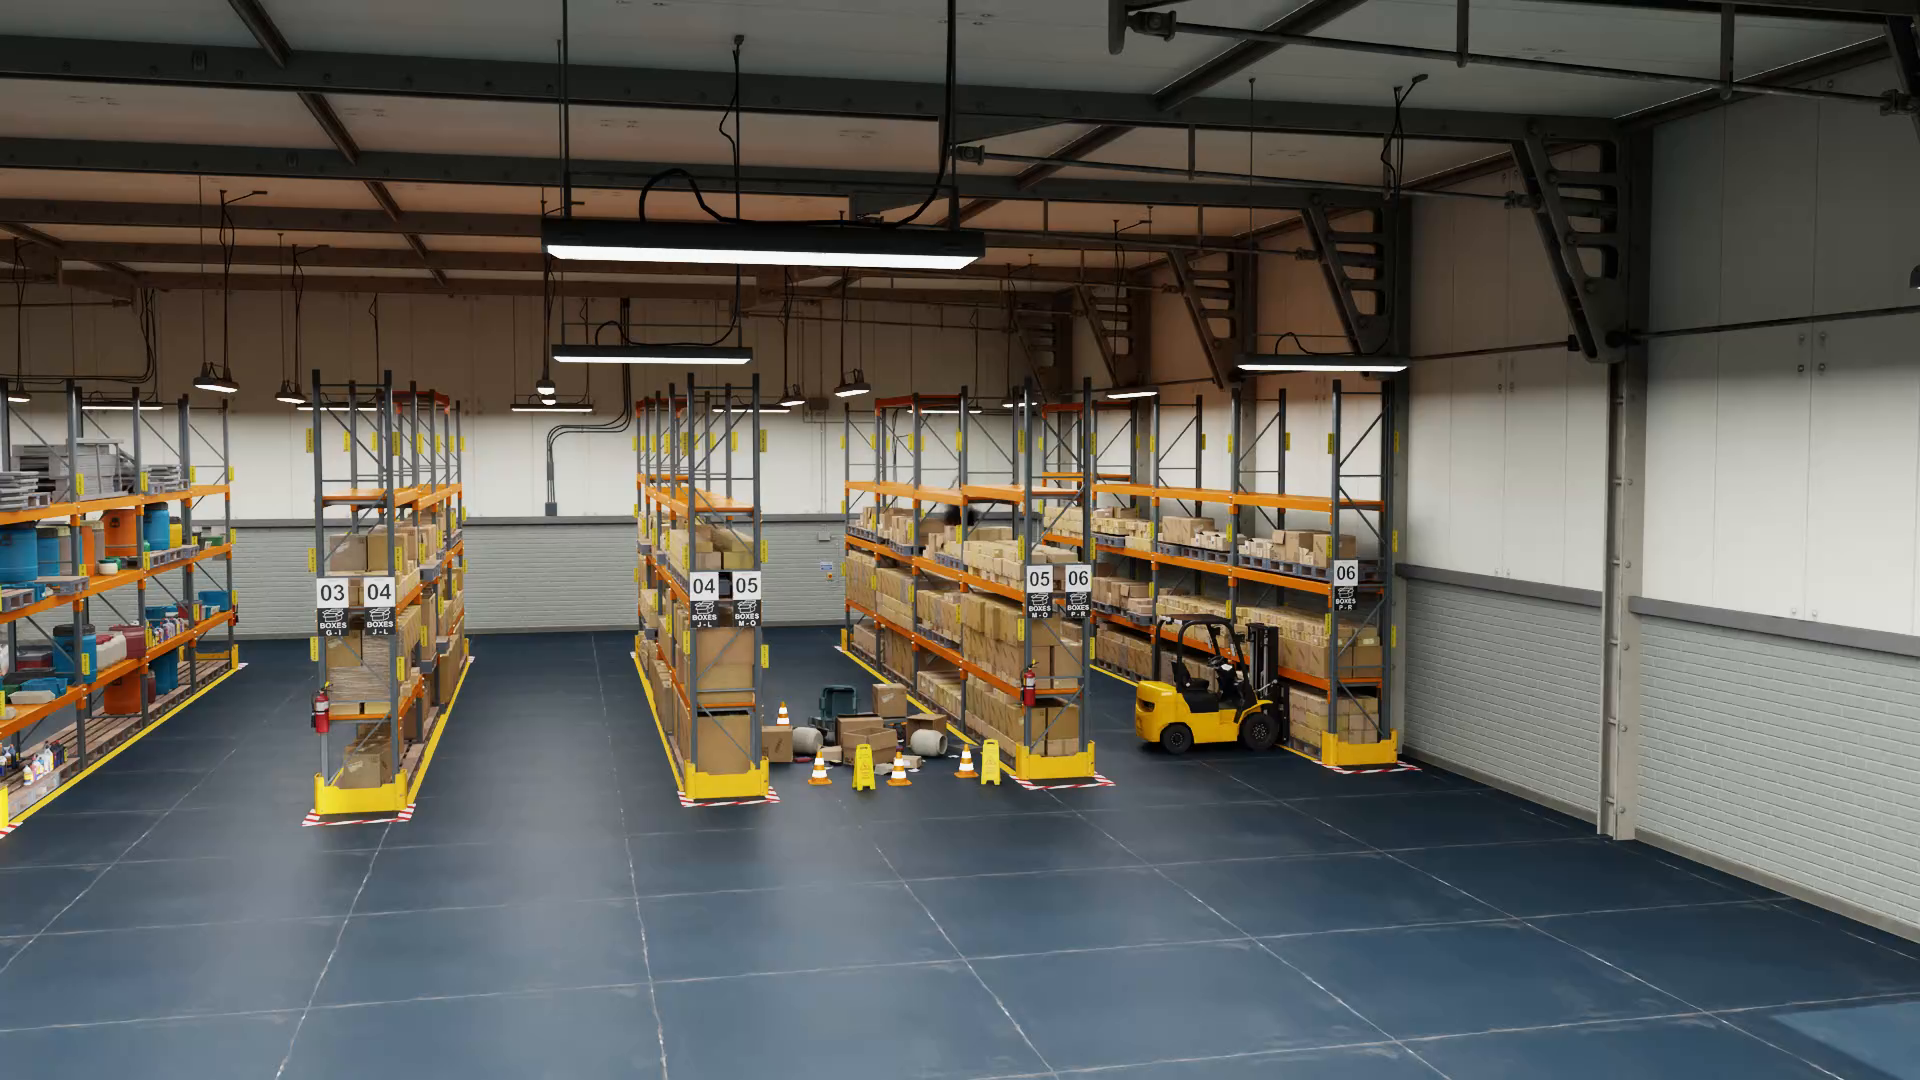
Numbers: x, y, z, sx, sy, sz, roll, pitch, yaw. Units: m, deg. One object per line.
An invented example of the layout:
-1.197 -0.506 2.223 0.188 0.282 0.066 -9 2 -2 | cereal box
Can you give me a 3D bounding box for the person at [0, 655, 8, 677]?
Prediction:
-16.595 2.501 28.305 0.660 1.727 0.626 -1 3 -15 | person
